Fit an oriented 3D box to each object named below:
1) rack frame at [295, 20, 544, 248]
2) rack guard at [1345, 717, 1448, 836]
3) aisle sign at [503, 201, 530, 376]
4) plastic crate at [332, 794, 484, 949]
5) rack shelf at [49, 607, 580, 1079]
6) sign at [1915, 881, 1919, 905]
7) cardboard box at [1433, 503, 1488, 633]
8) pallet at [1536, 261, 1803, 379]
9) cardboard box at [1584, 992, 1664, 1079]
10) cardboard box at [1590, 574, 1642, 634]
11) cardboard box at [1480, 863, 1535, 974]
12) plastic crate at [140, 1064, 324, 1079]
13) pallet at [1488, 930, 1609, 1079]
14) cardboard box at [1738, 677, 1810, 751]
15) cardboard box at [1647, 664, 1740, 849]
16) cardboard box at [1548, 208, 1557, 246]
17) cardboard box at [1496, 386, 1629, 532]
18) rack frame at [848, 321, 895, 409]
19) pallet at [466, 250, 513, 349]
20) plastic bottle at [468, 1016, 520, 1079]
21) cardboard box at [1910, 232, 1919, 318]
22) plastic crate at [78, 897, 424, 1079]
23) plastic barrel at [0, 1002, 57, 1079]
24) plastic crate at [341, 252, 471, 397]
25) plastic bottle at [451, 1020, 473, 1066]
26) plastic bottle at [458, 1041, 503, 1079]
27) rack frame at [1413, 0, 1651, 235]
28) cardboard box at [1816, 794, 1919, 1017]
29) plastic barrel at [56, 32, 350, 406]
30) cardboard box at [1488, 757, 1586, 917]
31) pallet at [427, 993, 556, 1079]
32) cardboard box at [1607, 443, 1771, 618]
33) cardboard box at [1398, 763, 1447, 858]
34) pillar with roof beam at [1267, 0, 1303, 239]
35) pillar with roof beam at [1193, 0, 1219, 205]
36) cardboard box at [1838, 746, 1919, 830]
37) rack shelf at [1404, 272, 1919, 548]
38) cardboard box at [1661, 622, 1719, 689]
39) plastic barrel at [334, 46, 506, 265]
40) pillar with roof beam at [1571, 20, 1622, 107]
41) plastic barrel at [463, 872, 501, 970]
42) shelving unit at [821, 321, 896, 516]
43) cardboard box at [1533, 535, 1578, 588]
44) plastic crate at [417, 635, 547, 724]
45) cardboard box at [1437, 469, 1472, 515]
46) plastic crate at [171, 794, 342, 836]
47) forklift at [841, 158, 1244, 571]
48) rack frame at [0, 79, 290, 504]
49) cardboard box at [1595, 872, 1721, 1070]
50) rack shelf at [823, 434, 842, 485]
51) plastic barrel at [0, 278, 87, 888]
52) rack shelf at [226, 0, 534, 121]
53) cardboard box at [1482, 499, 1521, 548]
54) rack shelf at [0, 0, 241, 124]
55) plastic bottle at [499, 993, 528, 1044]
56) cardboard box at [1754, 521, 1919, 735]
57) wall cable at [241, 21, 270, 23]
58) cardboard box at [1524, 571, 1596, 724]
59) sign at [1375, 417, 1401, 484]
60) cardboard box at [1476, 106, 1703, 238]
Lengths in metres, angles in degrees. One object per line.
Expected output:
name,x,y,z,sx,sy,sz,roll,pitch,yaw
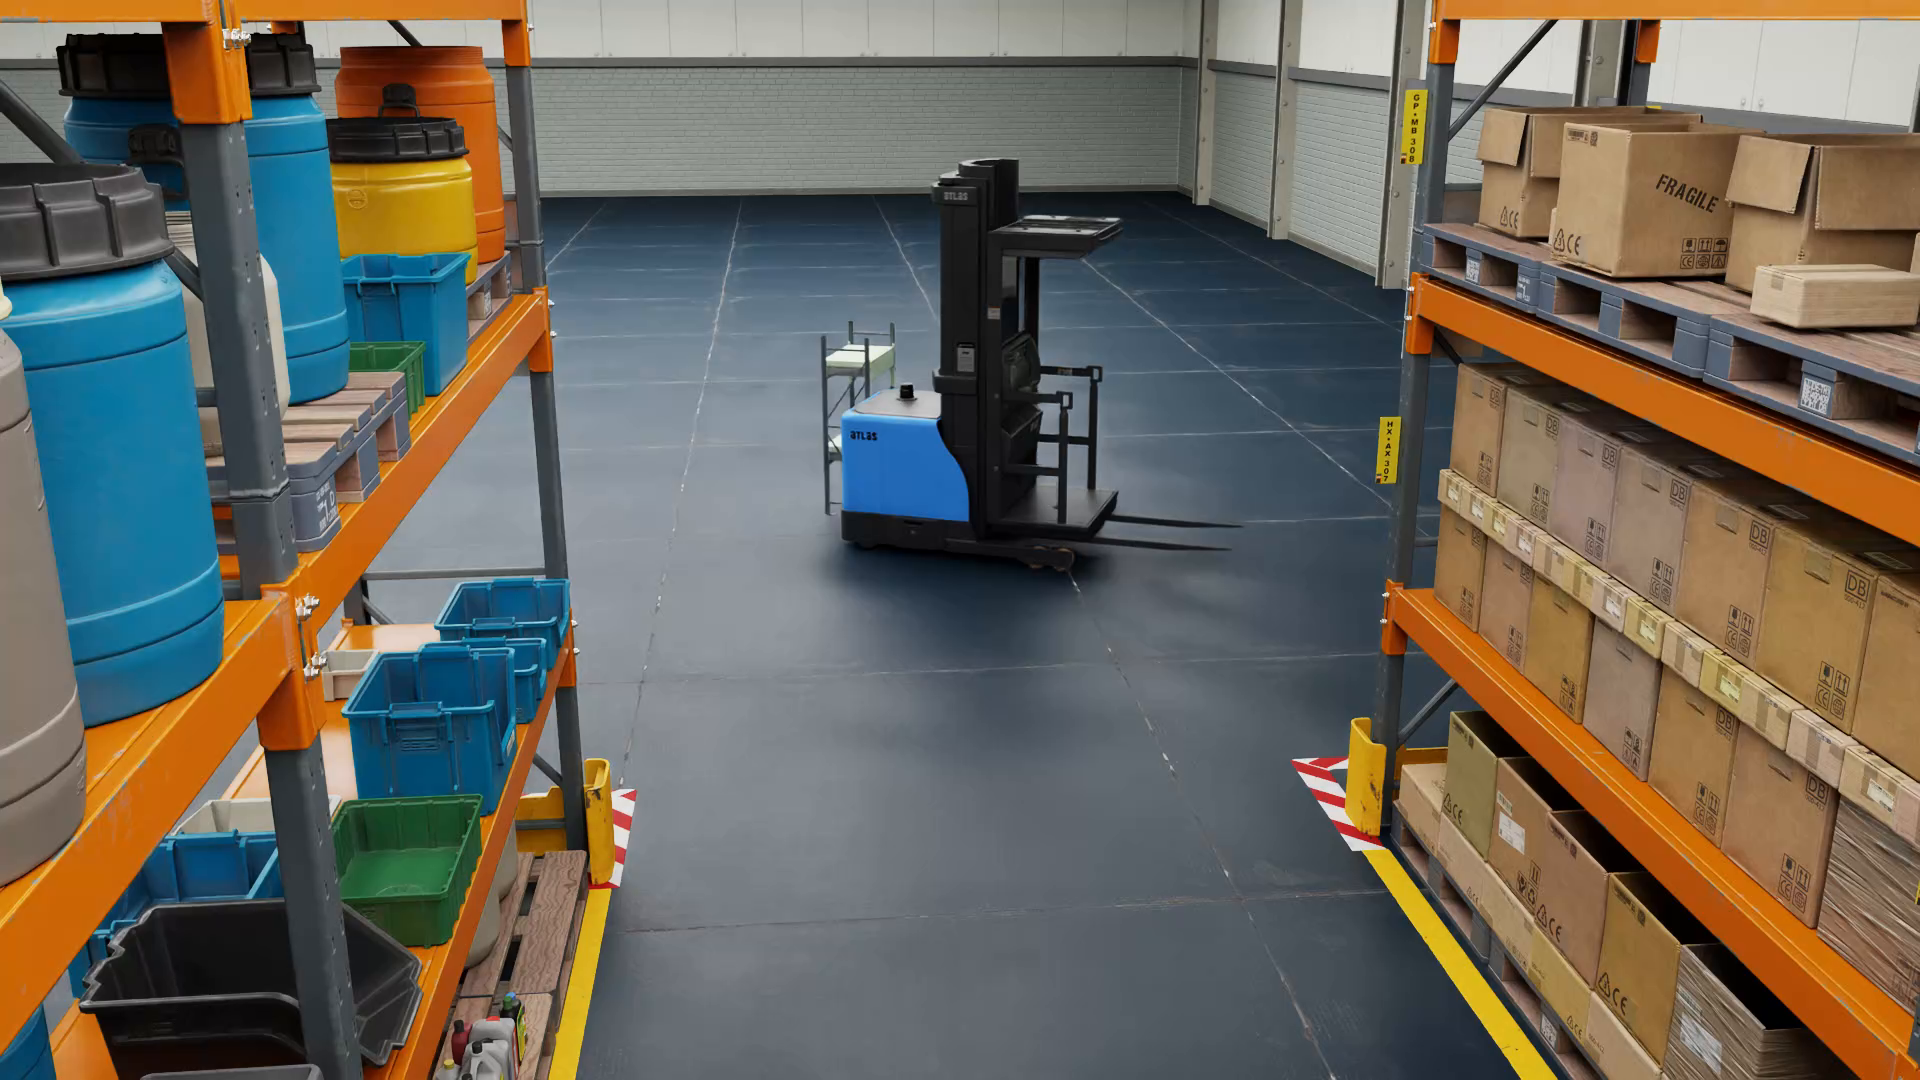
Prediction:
rack frame,-2.325,-2.704,6.767,1.000,3.000,0.127,-2,18,-6
rack guard,2.600,1.192,8.546,1.175,0.500,0.348,-2,18,-6
aisle sign,-2.037,-1.113,7.373,0.394,0.787,0.004,-2,18,-6
plastic crate,-1.772,1.038,5.217,0.450,0.188,0.662,-2,18,-6
rack shelf,-2.119,1.097,5.875,1.077,0.370,4.000,-2,18,-6
sign,2.463,0.765,4.156,0.100,0.325,0.005,-2,18,-6
cardboard box,2.638,0.098,7.690,0.700,0.500,0.500,-2,18,-6
pallet,2.779,-0.807,5.879,1.003,0.211,1.213,-2,18,-6
cardboard box,2.642,1.880,6.069,0.500,0.250,0.500,-2,18,-6
cardboard box,2.586,0.231,6.185,0.380,0.149,0.250,-2,18,-5
cardboard box,2.543,1.582,7.019,0.500,0.250,0.500,-2,18,-6
plastic crate,-1.558,1.454,3.430,0.402,0.464,0.583,-2,18,-6
pallet,2.846,1.926,6.690,1.003,0.211,1.213,-2,18,-6
cardboard box,2.693,0.537,5.210,0.380,0.149,0.250,-2,18,-6
cardboard box,2.854,0.712,5.735,0.700,0.500,0.500,-2,17,-5
cardboard box,2.548,-1.216,6.520,0.380,0.149,0.250,-2,18,-6
cardboard box,2.703,-0.349,6.947,0.700,0.500,0.500,-2,18,-7
rack frame,-0.748,-1.126,14.261,0.400,1.500,0.023,4,18,13
pallet,-2.337,-0.933,6.449,1.003,0.211,1.213,-2,18,-6
plastic bottle,-1.701,1.857,6.066,0.152,0.276,0.135,-2,18,-5
cardboard box,3.170,-0.777,4.850,0.500,0.311,0.500,-3,18,-9
plastic crate,-1.840,1.220,4.388,0.767,0.338,0.504,-2,18,-6
plastic barrel,-2.174,1.235,3.398,0.600,0.901,0.708,-2,18,-6
plastic crate,-1.829,-0.706,5.438,0.392,0.384,0.575,-2,18,-6
plastic bottle,-1.807,1.857,6.054,0.061,0.283,0.133,-2,18,-6
plastic bottle,-1.665,1.912,5.766,0.144,0.351,0.185,-1,17,-3
rack frame,2.602,-2.856,7.251,1.000,3.000,0.127,-2,18,-6
cardboard box,2.963,1.018,4.759,0.700,0.500,0.500,-2,18,-7
plastic barrel,-1.908,-0.821,4.237,0.600,0.901,0.708,-2,18,-6
cardboard box,2.554,1.224,6.907,0.500,0.500,0.500,-2,18,-6
pallet,-2.069,2.115,6.089,1.003,0.211,1.213,-2,18,-6
cardboard box,2.808,-0.049,5.993,0.700,0.500,0.500,-2,18,-6
cardboard box,2.436,1.284,7.967,0.500,0.250,0.500,-2,18,-6
pillar with roof beam,1.705,-9.846,29.515,9.100,9.000,0.400,-2,18,-6
pillar with roof beam,1.086,-11.633,35.209,9.100,9.000,0.400,-2,18,-6
cardboard box,2.750,0.693,4.713,0.380,0.149,0.250,-2,18,-7
rack shelf,2.809,-0.486,5.910,1.077,0.370,4.000,-2,18,-6
cardboard box,2.644,0.388,5.683,0.380,0.149,0.250,-1,17,-4
plastic barrel,-2.148,-1.537,6.640,0.600,0.830,0.708,-2,18,-6
pillar with roof beam,2.942,-6.270,18.127,9.100,9.000,0.400,-2,18,-6
plastic barrel,-2.129,1.488,6.882,0.421,0.512,0.421,0,17,0
shelving unit,-0.837,-1.020,13.922,0.431,1.500,0.755,4,18,13
cardboard box,2.537,0.080,6.664,0.380,0.149,0.250,-2,18,-7
plastic crate,-1.914,0.563,6.625,0.499,0.251,0.408,-2,18,-6
cardboard box,2.429,-0.227,7.643,0.380,0.149,0.250,-2,18,-6
plastic crate,-2.332,1.000,5.425,0.530,0.136,0.437,-2,18,-6
forklift,0.649,-1.345,12.569,3.031,2.935,1.130,5,18,16
rack frame,-1.912,-1.512,2.971,1.000,3.000,0.127,-2,18,-6
cardboard box,2.654,1.522,5.958,0.500,0.500,0.500,-2,18,-6
rack shelf,-0.837,-0.709,14.020,0.431,0.370,0.720,4,18,13
plastic barrel,-1.577,0.019,2.263,0.600,0.901,0.600,0,17,0
rack shelf,-2.119,-1.574,5.036,1.077,0.370,4.000,-2,18,-6
cardboard box,2.483,-0.074,7.156,0.380,0.149,0.250,-2,18,-5
rack shelf,-1.706,-0.382,1.240,1.077,0.370,4.000,-2,18,-6
plastic bottle,-1.699,1.817,6.319,0.097,0.201,0.097,0,17,0
cardboard box,2.910,0.249,5.044,0.700,0.500,0.500,-2,18,-6
wall cable,-15.508,-13.623,35.868,2.305,6.003,0.169,-2,18,-6
cardboard box,2.742,0.403,6.720,0.700,0.500,0.500,-2,18,-5
sign,2.050,-0.429,7.959,0.100,0.325,0.005,-2,18,-6
cardboard box,2.658,-1.570,7.055,0.797,0.503,0.637,-1,17,-2
